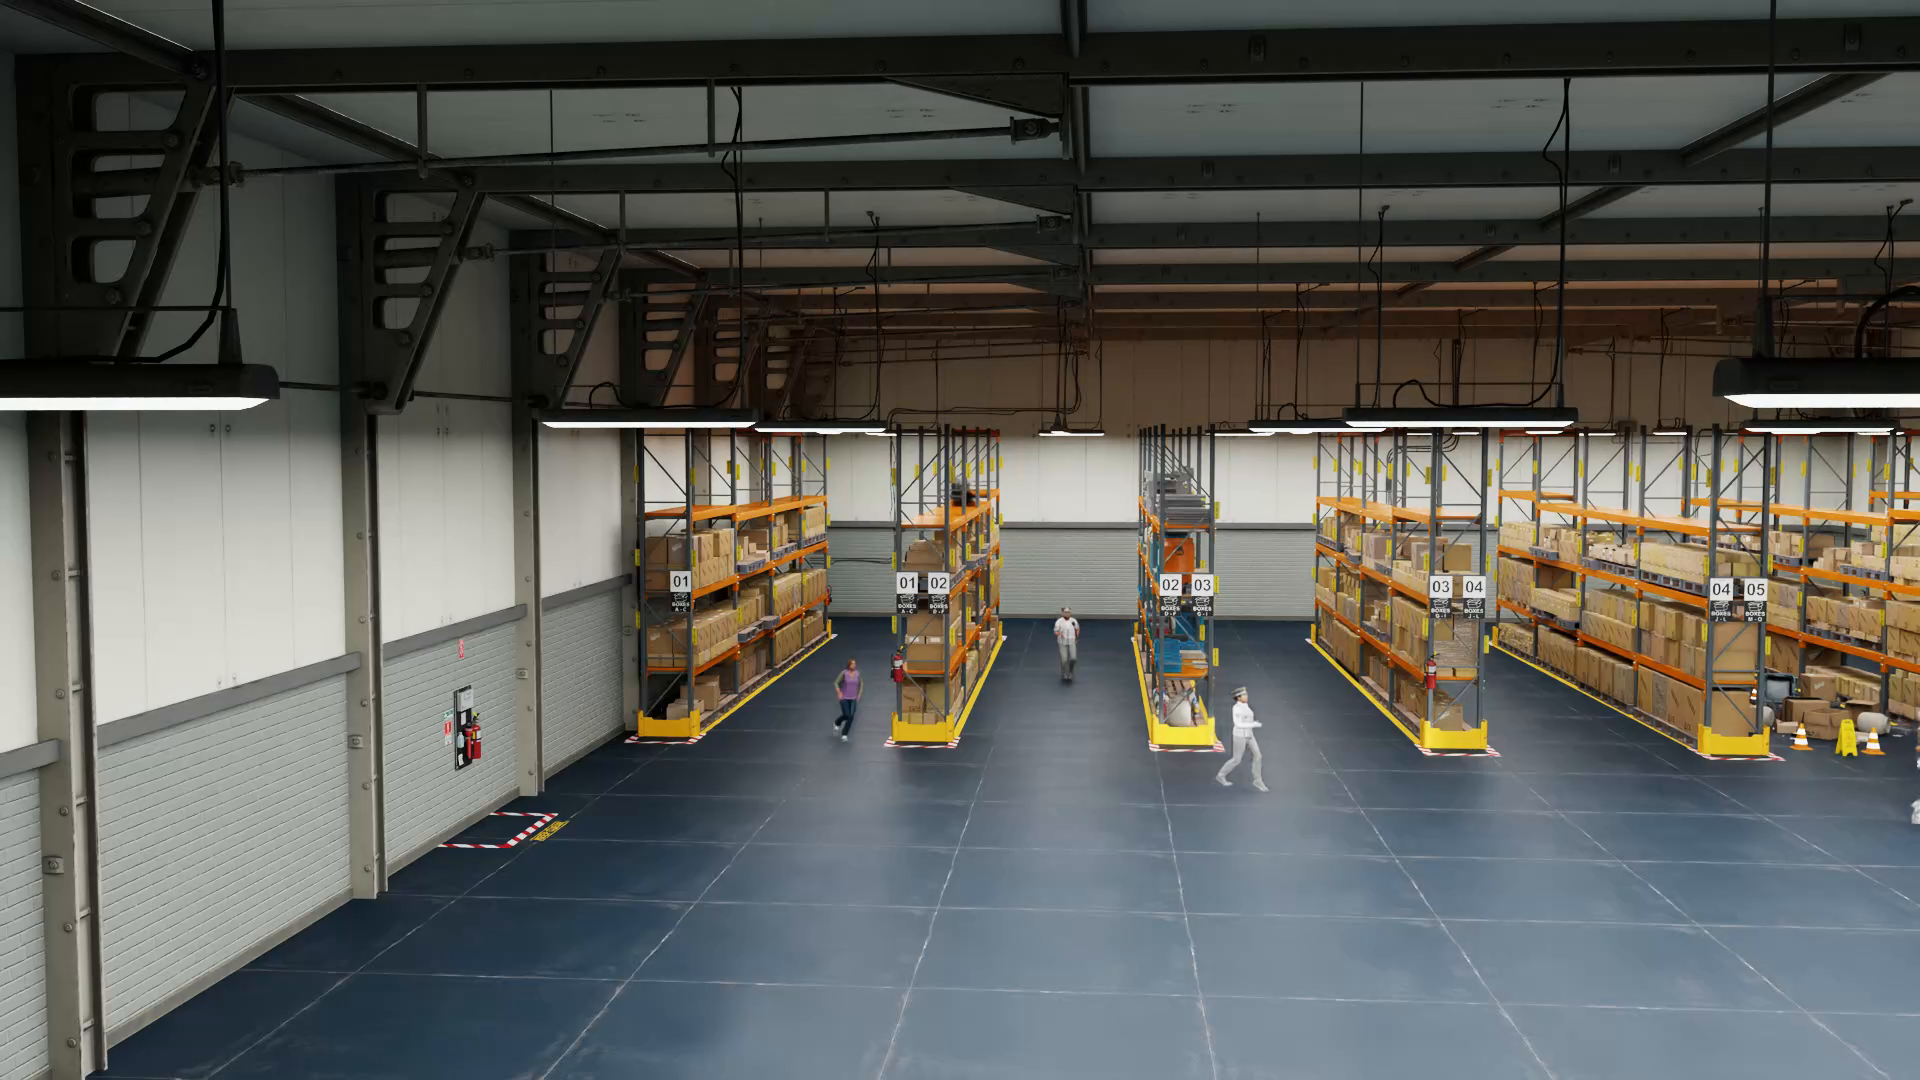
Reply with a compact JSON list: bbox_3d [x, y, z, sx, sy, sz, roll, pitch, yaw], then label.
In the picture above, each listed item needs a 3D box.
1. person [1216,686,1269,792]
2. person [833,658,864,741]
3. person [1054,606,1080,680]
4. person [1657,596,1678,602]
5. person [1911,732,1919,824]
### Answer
[{"bbox_3d":[4.618,3.231,27.128,0.862,1.718,0.618,2,4,33],"label":"person"},{"bbox_3d":[-2.100,3.037,31.657,0.553,1.576,0.526,-1,4,-23],"label":"person"},{"bbox_3d":[2.552,2.450,39.398,0.640,1.760,0.645,0,3,-4],"label":"person"},{"bbox_3d":[20.149,2.010,47.218,0.794,1.765,0.798,1,4,17],"label":"person"},{"bbox_3d":[14.382,3.345,24.466,0.627,1.743,0.656,3,5,41],"label":"person"}]
